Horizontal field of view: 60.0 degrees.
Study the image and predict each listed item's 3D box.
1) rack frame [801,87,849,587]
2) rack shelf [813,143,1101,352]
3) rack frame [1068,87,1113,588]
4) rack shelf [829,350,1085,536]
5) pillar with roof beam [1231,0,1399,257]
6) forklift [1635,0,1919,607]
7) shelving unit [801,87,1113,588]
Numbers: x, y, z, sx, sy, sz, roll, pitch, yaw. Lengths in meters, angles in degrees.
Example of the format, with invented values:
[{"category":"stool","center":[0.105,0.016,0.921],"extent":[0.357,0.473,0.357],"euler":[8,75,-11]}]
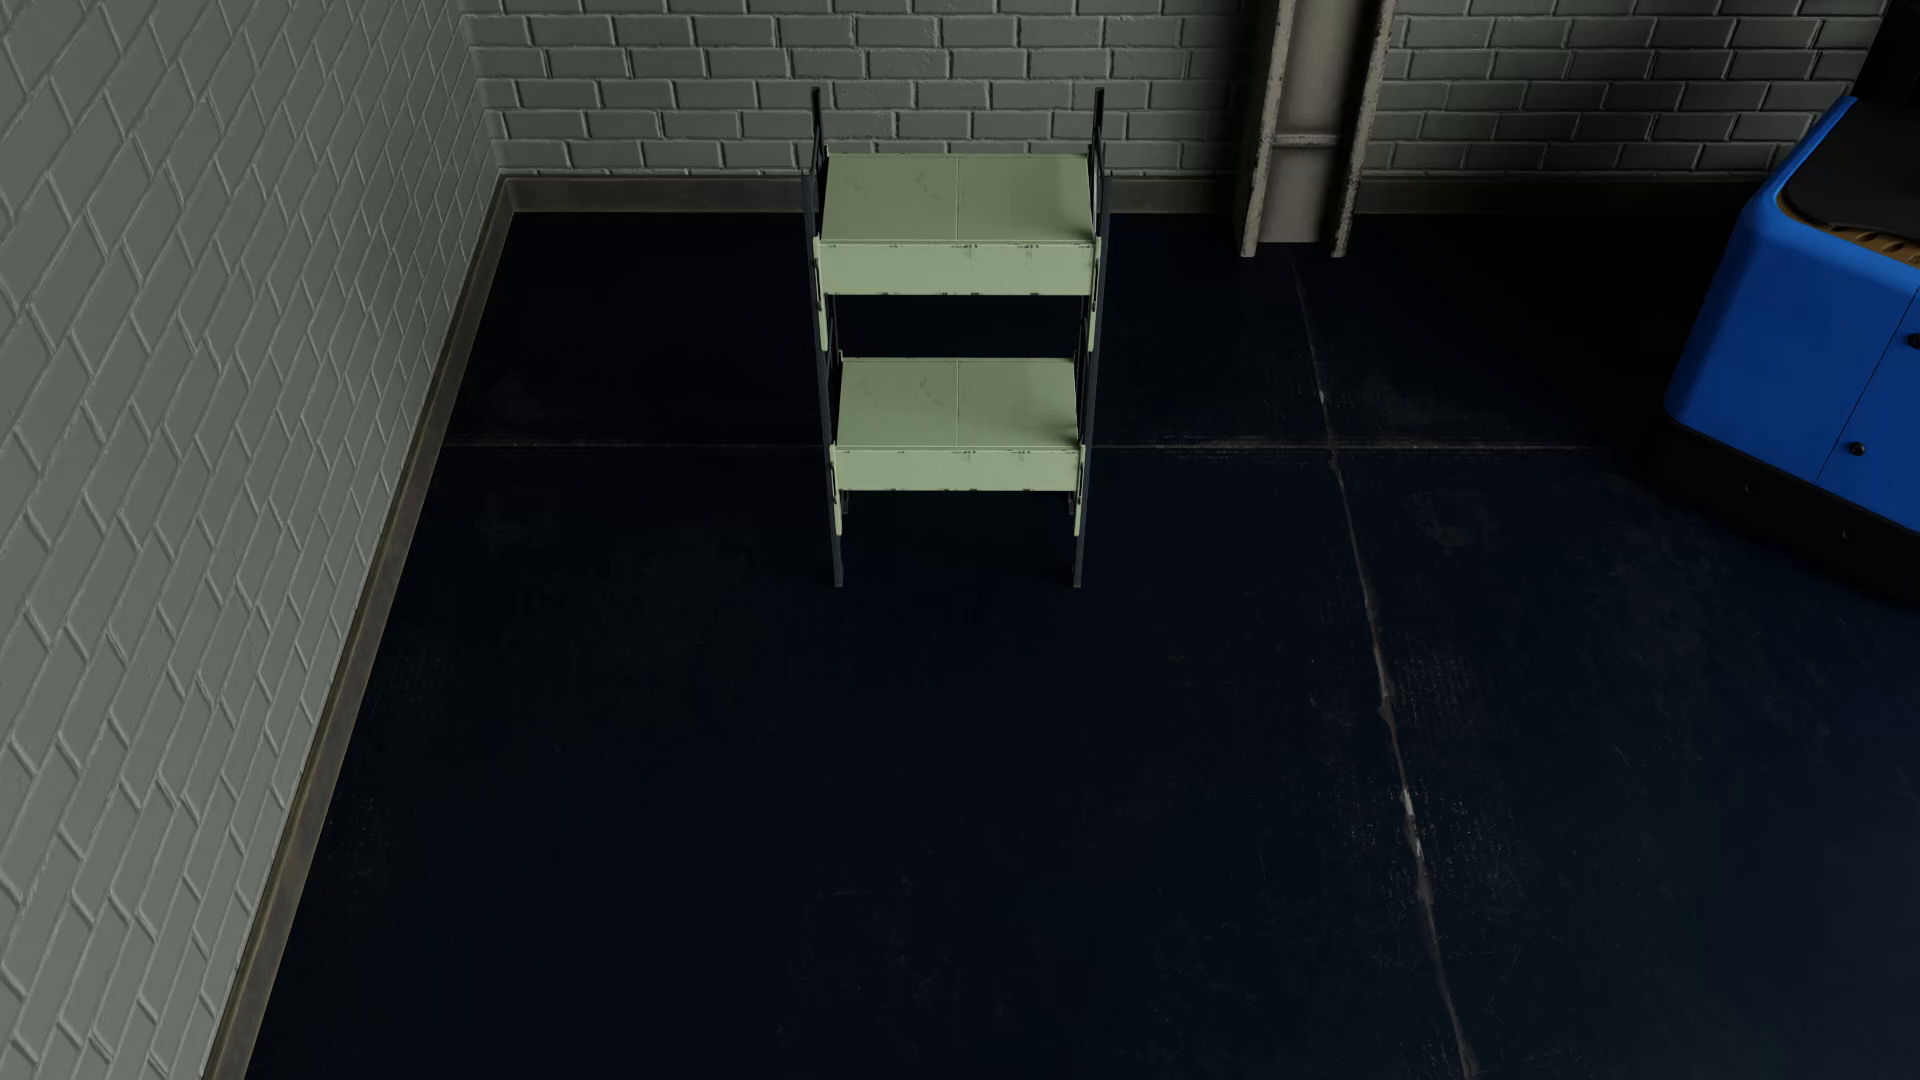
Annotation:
[{"category":"rack frame","center":[-0.373,-0.512,4.702],"extent":[0.023,1.500,0.400],"euler":[0,47,0]},{"category":"rack shelf","center":[-0.007,-0.777,4.415],"extent":[0.720,0.370,0.431],"euler":[0,47,0]},{"category":"rack frame","center":[0.359,-0.510,4.700],"extent":[0.023,1.500,0.400],"euler":[0,47,0]},{"category":"rack shelf","center":[-0.007,-0.289,4.940],"extent":[0.720,0.370,0.431],"euler":[0,47,0]},{"category":"pillar with roof beam","center":[1.231,-1.091,0.117],"extent":[0.400,9.000,9.100],"euler":[0,47,0]},{"category":"forklift","center":[3.523,-1.792,4.916],"extent":[1.130,2.935,3.031],"euler":[32,55,26]},{"category":"shelving unit","center":[-0.007,-0.511,4.701],"extent":[0.755,1.500,0.431],"euler":[0,47,0]}]
